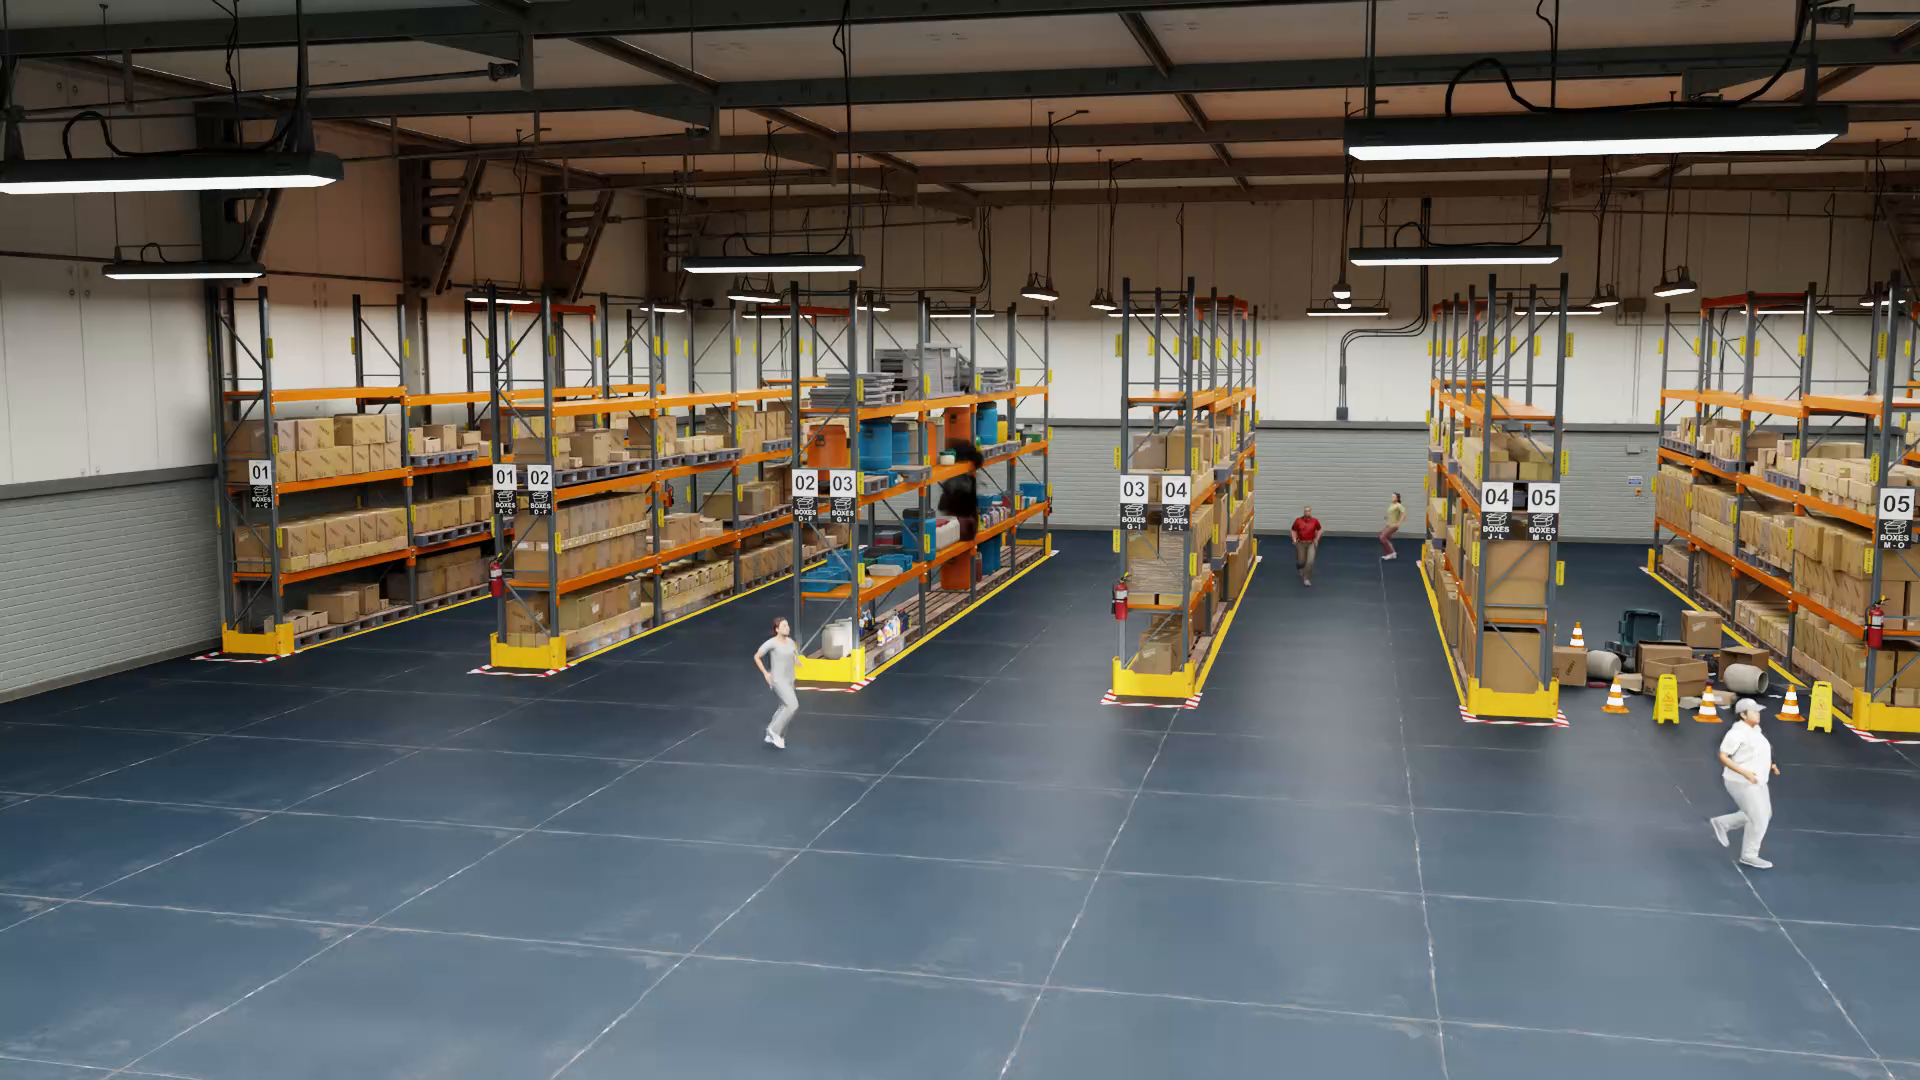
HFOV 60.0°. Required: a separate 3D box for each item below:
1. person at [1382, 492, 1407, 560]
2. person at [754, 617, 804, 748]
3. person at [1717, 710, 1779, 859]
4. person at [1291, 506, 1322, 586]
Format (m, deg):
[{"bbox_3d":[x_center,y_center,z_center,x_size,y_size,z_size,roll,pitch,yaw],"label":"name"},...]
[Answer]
[{"bbox_3d":[10.293,-0.334,39.553,0.496,1.625,0.599,0,7,-1],"label":"person"},{"bbox_3d":[-2.213,1.781,20.831,0.653,1.641,0.536,4,8,33],"label":"person"},{"bbox_3d":[7.638,2.323,16.210,0.611,1.534,0.574,-6,9,-40],"label":"person"},{"bbox_3d":[7.387,0.107,35.487,0.649,1.684,0.647,1,7,6],"label":"person"}]
